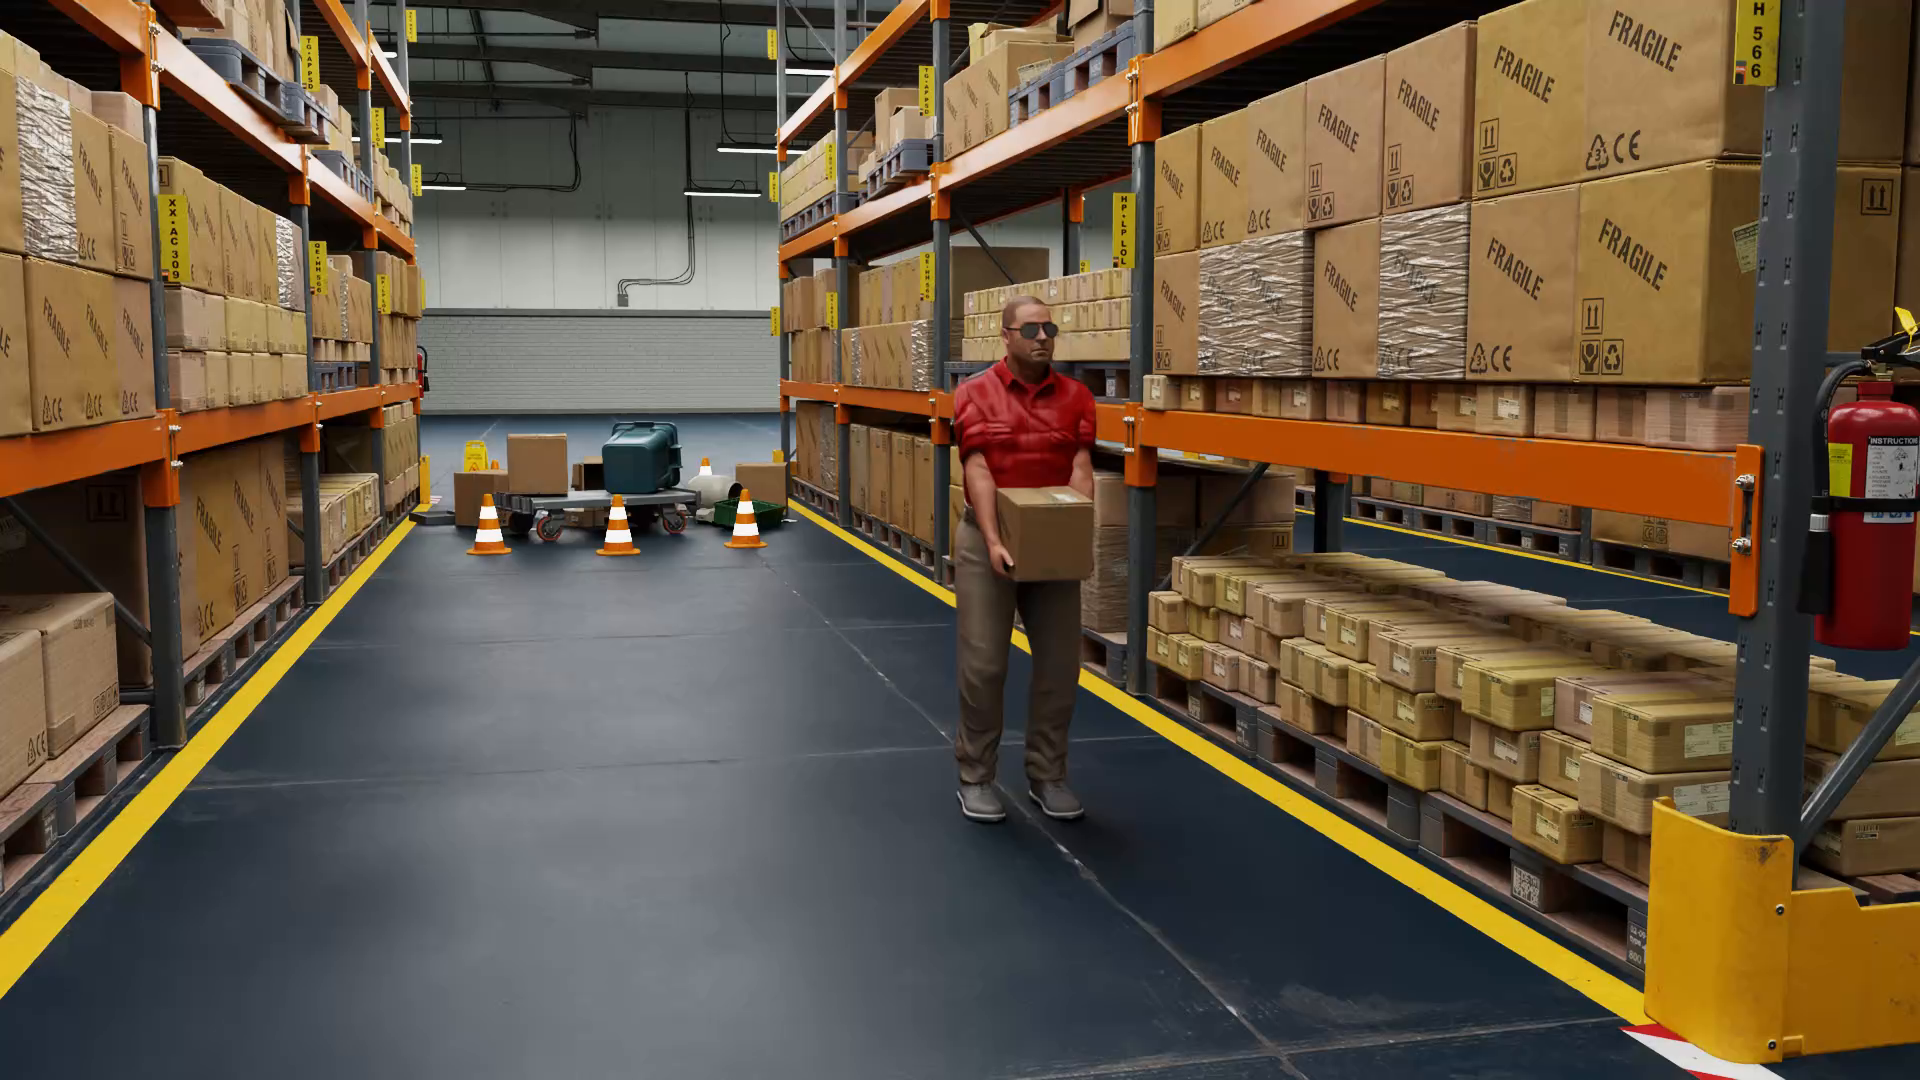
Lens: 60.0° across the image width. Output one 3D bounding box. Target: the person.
[{"bbox_3d":[0.233,0.062,5.494,0.489,1.726,0.553,-2,6,-15],"label":"person"}]
